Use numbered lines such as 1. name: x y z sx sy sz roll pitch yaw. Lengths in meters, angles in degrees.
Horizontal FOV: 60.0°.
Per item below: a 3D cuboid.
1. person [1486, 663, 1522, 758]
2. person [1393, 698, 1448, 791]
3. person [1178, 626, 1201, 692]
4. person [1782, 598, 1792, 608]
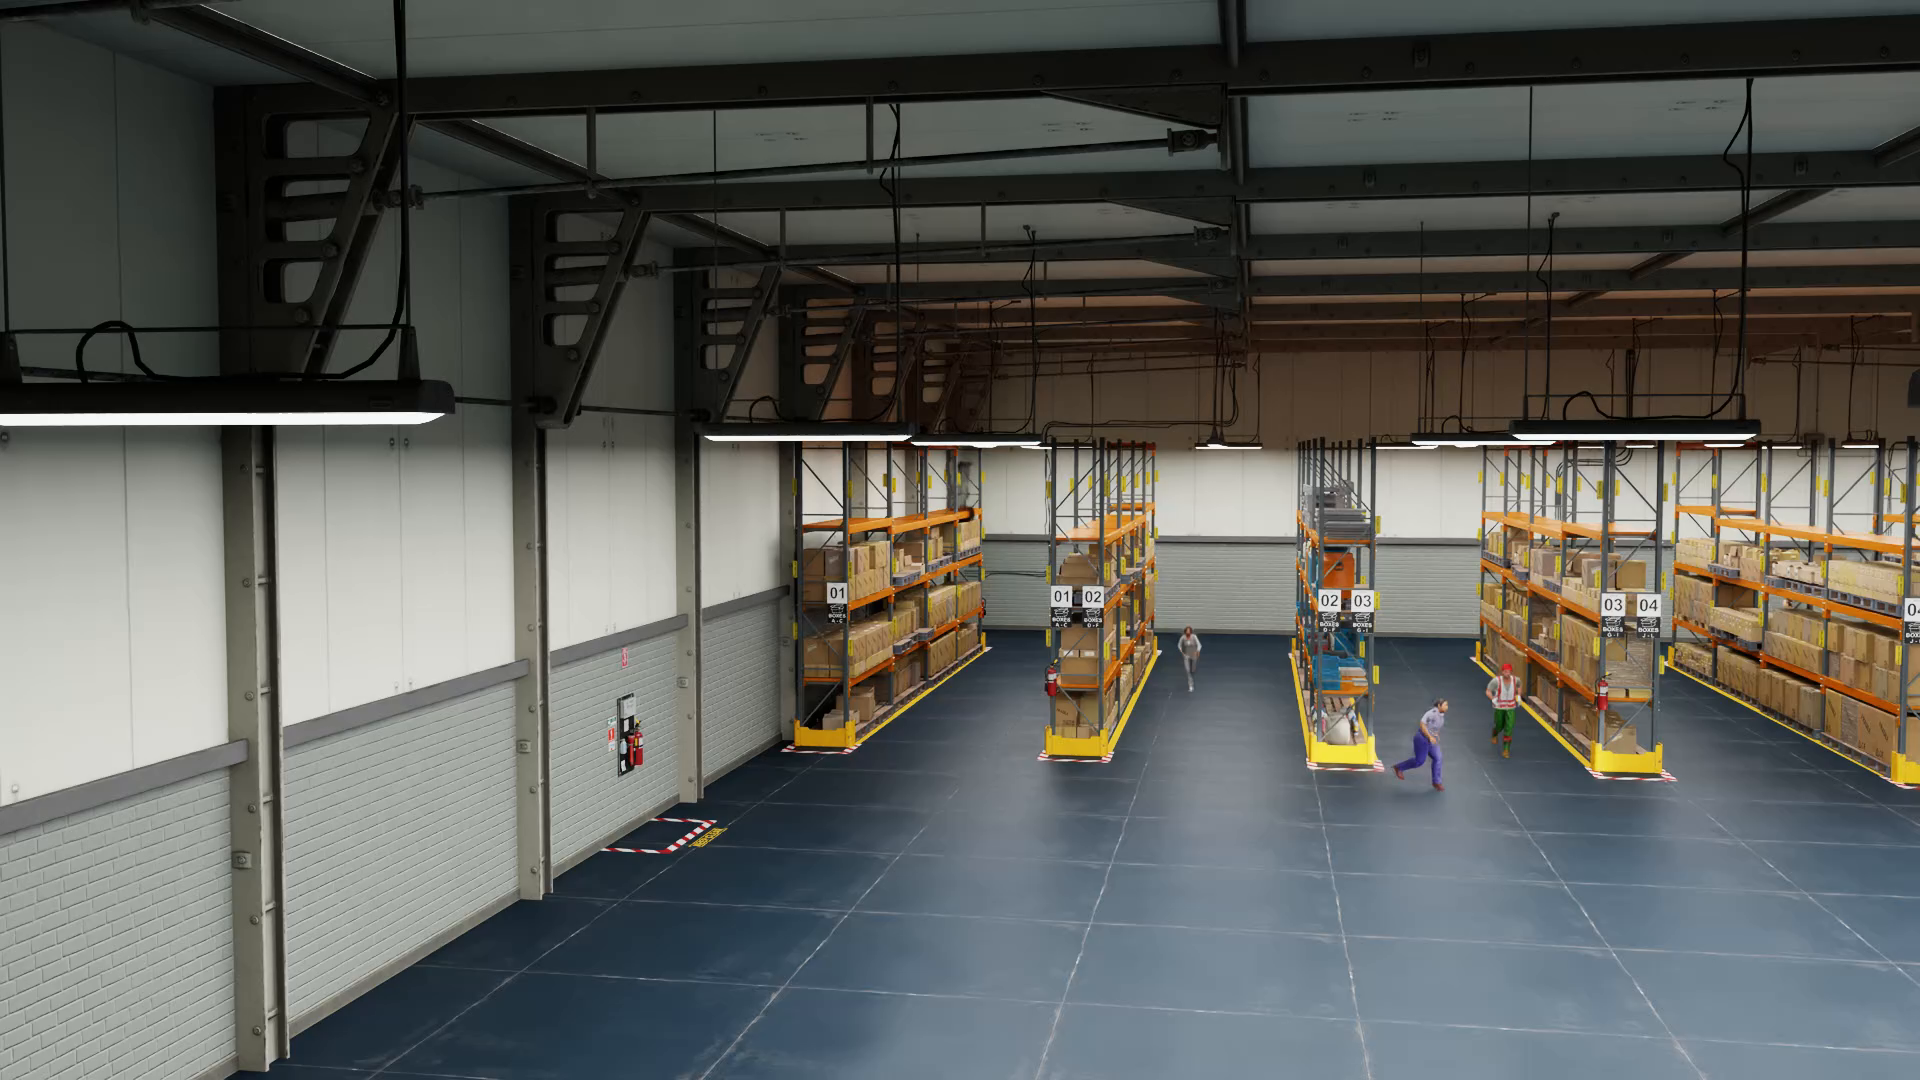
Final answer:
1. person: 10.291 3.175 31.443 0.690 1.740 1.098 0 3 2
2. person: 7.872 3.464 28.378 0.952 1.597 0.630 2 4 34
3. person: 5.525 2.845 40.108 0.555 1.575 0.761 0 3 5
4. person: 23.027 2.461 46.202 1.025 1.710 0.534 0 3 -7
